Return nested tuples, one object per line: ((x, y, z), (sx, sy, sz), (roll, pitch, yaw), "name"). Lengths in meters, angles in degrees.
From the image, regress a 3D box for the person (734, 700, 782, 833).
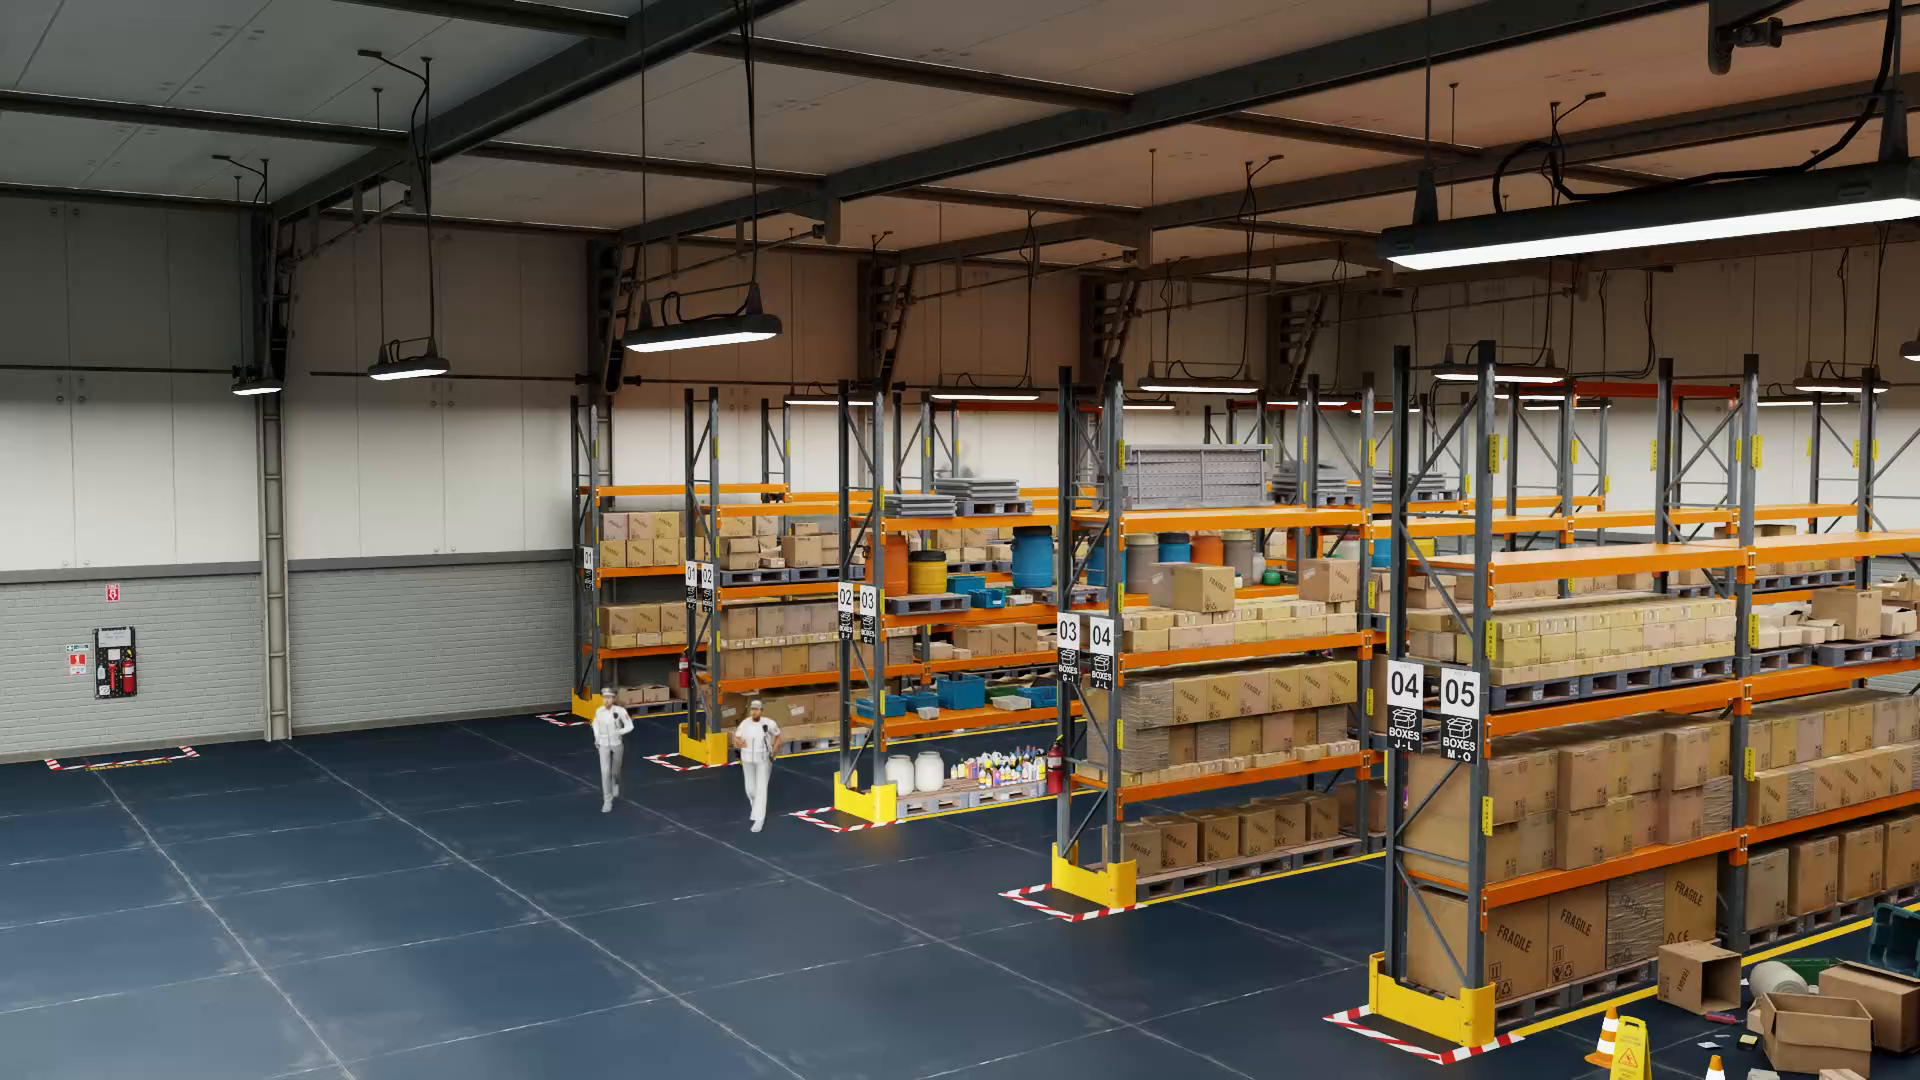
((-2.733, 2.985, 22.236), (0.610, 1.695, 0.826), (1, 4, 11), "person")

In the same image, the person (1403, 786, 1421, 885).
((4.846, 3.199, 17.454), (0.688, 1.784, 0.887), (3, 4, 39), "person")

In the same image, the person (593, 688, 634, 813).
((-4.895, 2.916, 23.426), (0.603, 1.704, 0.860), (0, 3, -3), "person")
